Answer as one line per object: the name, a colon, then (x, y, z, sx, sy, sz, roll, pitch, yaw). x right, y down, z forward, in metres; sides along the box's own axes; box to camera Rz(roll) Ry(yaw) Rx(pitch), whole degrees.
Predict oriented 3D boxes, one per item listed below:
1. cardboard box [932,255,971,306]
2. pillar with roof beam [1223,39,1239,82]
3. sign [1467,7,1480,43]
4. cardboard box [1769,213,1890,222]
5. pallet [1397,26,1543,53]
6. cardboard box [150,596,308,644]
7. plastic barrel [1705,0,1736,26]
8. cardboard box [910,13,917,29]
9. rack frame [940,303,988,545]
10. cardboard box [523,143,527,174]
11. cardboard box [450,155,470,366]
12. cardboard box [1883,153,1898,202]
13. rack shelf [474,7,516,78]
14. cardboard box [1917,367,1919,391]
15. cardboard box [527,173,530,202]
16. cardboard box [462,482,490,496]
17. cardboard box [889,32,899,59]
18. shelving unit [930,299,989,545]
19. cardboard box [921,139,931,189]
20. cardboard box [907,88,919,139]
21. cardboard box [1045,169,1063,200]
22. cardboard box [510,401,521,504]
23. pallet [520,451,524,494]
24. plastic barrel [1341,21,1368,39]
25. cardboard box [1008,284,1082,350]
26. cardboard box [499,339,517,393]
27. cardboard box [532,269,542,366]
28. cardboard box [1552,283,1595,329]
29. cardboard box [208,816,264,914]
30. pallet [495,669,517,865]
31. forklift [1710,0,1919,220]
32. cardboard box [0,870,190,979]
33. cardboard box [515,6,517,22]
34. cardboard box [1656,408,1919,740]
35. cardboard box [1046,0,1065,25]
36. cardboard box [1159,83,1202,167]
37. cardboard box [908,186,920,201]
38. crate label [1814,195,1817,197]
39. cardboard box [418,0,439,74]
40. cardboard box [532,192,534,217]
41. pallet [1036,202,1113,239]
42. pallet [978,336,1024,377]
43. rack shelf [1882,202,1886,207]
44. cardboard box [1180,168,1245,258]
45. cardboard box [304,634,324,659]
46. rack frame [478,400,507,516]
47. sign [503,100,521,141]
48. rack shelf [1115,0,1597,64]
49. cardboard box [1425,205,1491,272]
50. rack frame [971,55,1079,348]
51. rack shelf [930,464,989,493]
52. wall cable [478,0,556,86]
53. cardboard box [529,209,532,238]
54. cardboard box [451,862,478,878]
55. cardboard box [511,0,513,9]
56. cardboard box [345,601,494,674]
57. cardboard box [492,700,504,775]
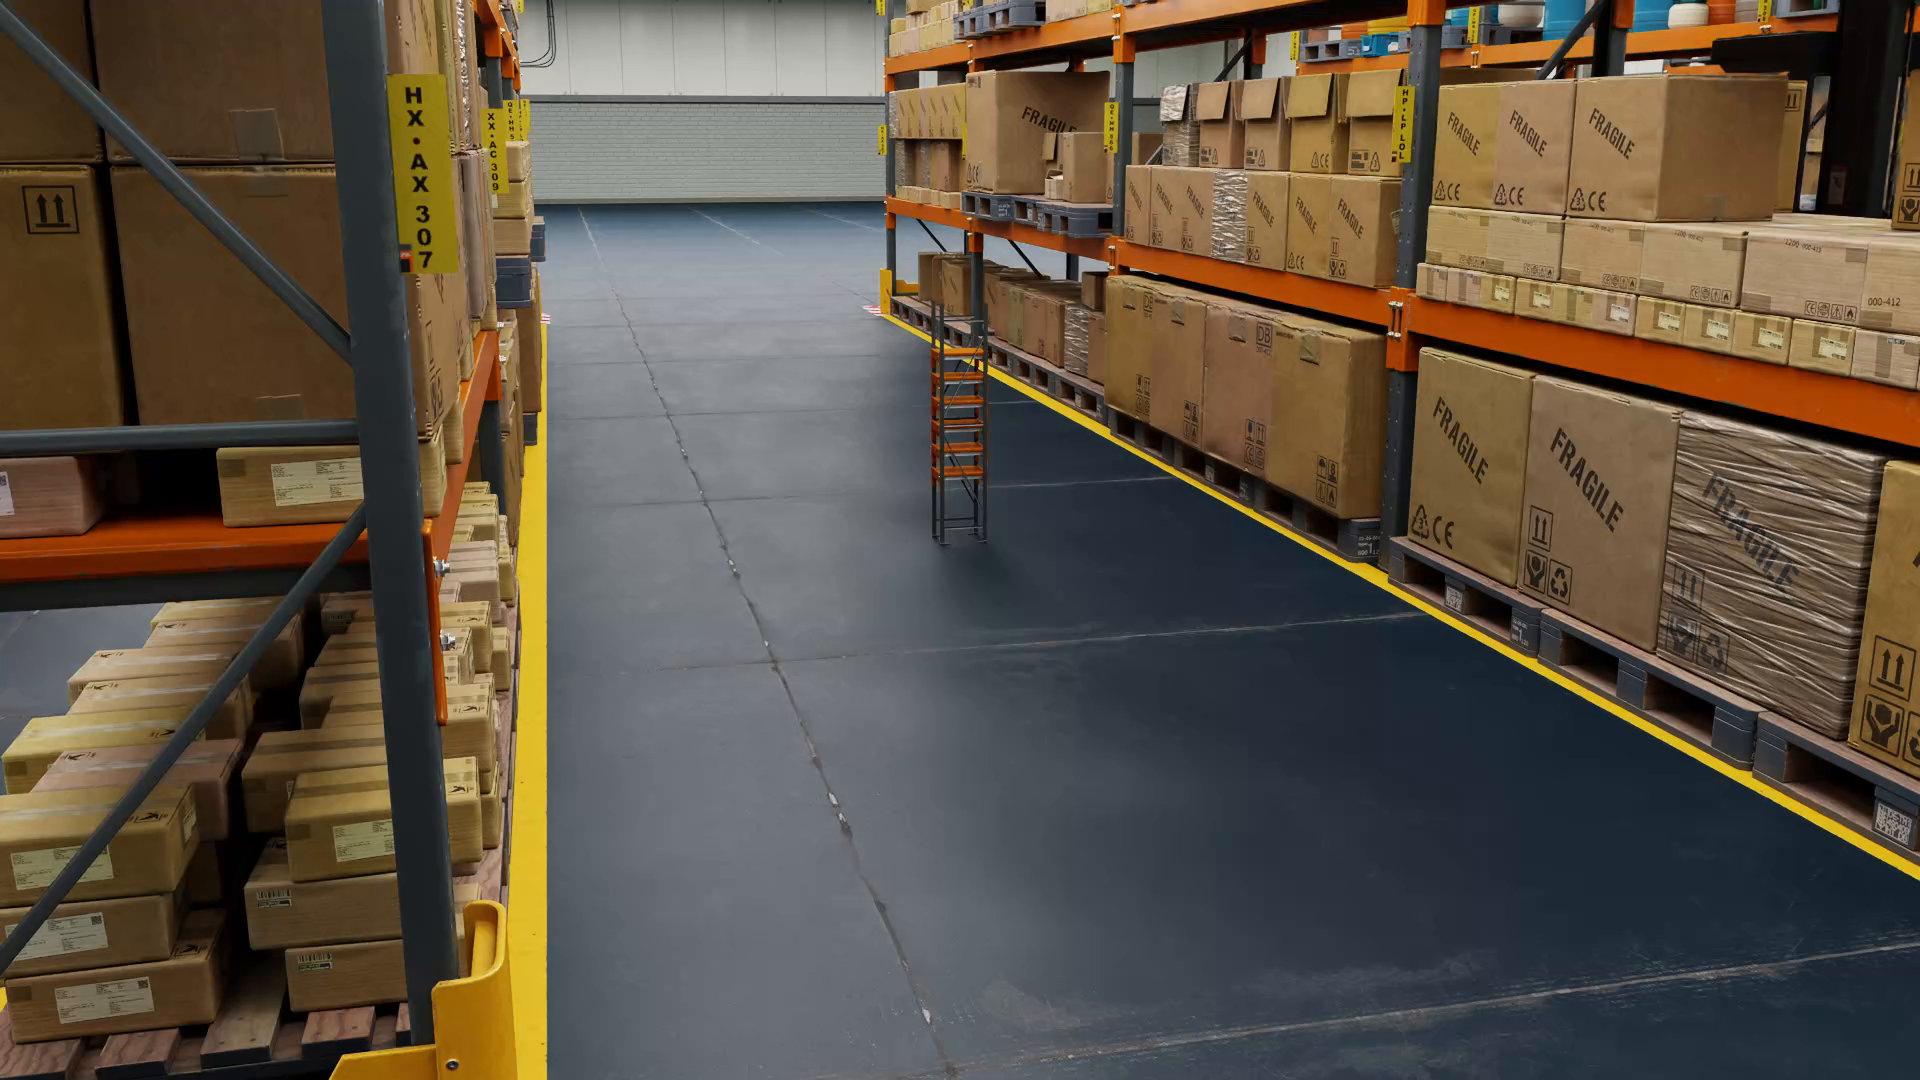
cardboard box: (-0.038, -2.813, 18.003, 0.500, 0.500, 0.500, 0, 14, 2)
pillar with roof beam: (3.877, -14.414, 48.466, 9.100, 9.000, 0.400, -3, 14, -13)
sign: (4.874, -4.891, 15.787, 0.100, 0.325, 0.005, -3, 14, -13)
cardboard box: (3.079, -1.083, 6.230, 0.500, 0.250, 0.500, -3, 14, -12)
pallet: (5.147, -4.984, 16.584, 1.213, 0.211, 1.003, -3, 14, -13)
cardboard box: (-2.147, 0.262, 4.902, 0.380, 0.149, 0.250, -3, 14, -13)
plastic barrel: (6.216, -4.553, 13.517, 0.600, 0.830, 0.708, -3, 14, -13)
cardboard box: (-0.308, -5.366, 17.226, 0.380, 0.149, 0.250, -3, 14, -13)
rack frame: (0.018, -0.565, 8.212, 0.240, 1.200, 0.006, -3, 14, -13)
cardboard box: (-2.260, -1.810, 7.907, 0.380, 0.149, 0.250, -3, 14, -14)
cardboard box: (-1.519, -0.708, 4.166, 0.500, 0.500, 0.500, -3, 14, -12)
cardboard box: (10.117, -3.883, 17.791, 0.700, 0.500, 0.500, -4, 14, -15)
rack shelf: (-3.778, -3.575, 11.933, 1.077, 0.370, 4.000, -3, 14, -13)
cardboard box: (2.891, -0.473, 4.572, 0.380, 0.149, 0.250, -3, 14, -13)
cardboard box: (-2.384, -1.786, 8.436, 0.380, 0.149, 0.250, -4, 14, -14)
cardboard box: (-2.032, -0.123, 6.480, 0.380, 0.149, 0.250, -3, 14, -12)
cardboard box: (-0.480, -5.363, 18.054, 0.500, 0.250, 0.500, -3, 14, -12)
shelving unit: (-0.003, -0.586, 8.298, 0.258, 1.200, 0.189, -3, 14, -13)
cardboard box: (0.070, -3.942, 17.406, 0.875, 0.500, 0.500, -3, 14, -13)
cardboard box: (-0.248, -4.410, 17.213, 0.500, 0.500, 0.500, -3, 14, -13)
cardboard box: (0.883, -2.767, 12.831, 0.396, 0.266, 0.258, -4, 14, -15)
cardboard box: (-2.410, -0.380, 8.043, 0.500, 0.500, 0.500, -3, 14, -11)
pallet: (-3.126, -0.471, 9.908, 1.003, 0.211, 1.213, -3, 14, -13)
plastic barrel: (4.710, -6.145, 19.149, 0.600, 0.830, 0.708, -3, 14, -13)
cardboard box: (0.814, -1.927, 14.334, 0.700, 0.500, 0.500, -3, 14, -14)
cardboard box: (-2.528, -0.863, 8.439, 0.500, 0.250, 0.500, -3, 14, -11)
cardboard box: (-3.792, -1.678, 12.832, 1.050, 0.750, 0.750, -3, 14, -13)
cardboard box: (2.470, -0.886, 6.263, 0.380, 0.149, 0.250, -3, 14, -14)
cardboard box: (-1.893, 0.792, 3.988, 0.380, 0.149, 0.250, -3, 14, -13)
pallet: (-1.887, 0.707, 5.089, 1.003, 0.211, 1.213, -3, 14, -13)
forklift: (4.674, -1.626, 8.909, 1.130, 2.935, 3.031, -3, 14, -12)
cardboard box: (-1.831, 0.771, 3.448, 0.380, 0.149, 0.250, -4, 14, -15)
cardboard box: (-4.482, -5.088, 16.045, 0.380, 0.149, 0.250, -3, 14, -13)
cardboard box: (2.974, 0.062, 5.445, 0.875, 0.875, 0.875, -3, 14, -13)
cardboard box: (0.942, -3.969, 12.347, 0.500, 0.250, 0.500, -3, 14, -12)
cardboard box: (1.693, -2.625, 10.527, 0.797, 0.503, 0.637, -3, 14, -11)
cardboard box: (-0.344, -3.729, 17.901, 0.380, 0.149, 0.250, -3, 14, -13)
crate label: (6.617, -2.571, 12.985, 0.303, 0.233, 0.416, -3, 14, -13)
cardboard box: (-1.401, -1.073, 3.555, 0.500, 0.500, 0.500, -3, 14, -12)
cardboard box: (-2.746, -1.999, 9.935, 0.380, 0.149, 0.250, -3, 14, -12)
pallet: (1.266, -2.324, 12.023, 1.213, 0.211, 1.003, -3, 14, -13)
pallet: (0.782, -1.647, 14.725, 1.003, 0.211, 1.213, -3, 14, -13)
rack shelf: (9.758, -3.845, 19.359, 1.077, 0.370, 4.000, -3, 14, -13)
cardboard box: (1.633, -1.943, 9.849, 0.500, 0.500, 0.500, -4, 14, -14)
cardboard box: (-2.253, 0.290, 5.415, 0.380, 0.149, 0.250, -3, 14, -11)
rack frame: (-2.369, -1.083, 6.539, 1.000, 3.000, 0.127, -3, 14, -13)
sign: (-2.783, -2.562, 10.320, 0.100, 0.325, 0.005, -3, 14, -13)
rack shelf: (2.006, -2.905, 9.193, 1.077, 0.370, 4.000, -3, 14, -13)
cardboard box: (2.332, -1.285, 7.054, 0.500, 0.250, 0.500, -4, 14, -14)
rack frame: (0.597, -3.181, 15.129, 1.000, 3.000, 0.127, -3, 14, -13)
rack shelf: (-0.003, -0.310, 8.366, 0.258, 0.103, 0.180, -3, 14, -13)
wall cable: (-12.732, -15.829, 47.092, 2.305, 6.003, 0.169, -3, 14, -13)
cardboard box: (-2.258, -1.519, 7.970, 0.380, 0.149, 0.250, -4, 14, -16)
cardboard box: (-1.312, 0.675, 3.839, 0.380, 0.149, 0.250, -3, 14, -13)
cardboard box: (-4.065, -4.679, 14.370, 0.380, 0.149, 0.250, -3, 14, -13)
cardboard box: (-1.550, 0.290, 4.790, 0.380, 0.149, 0.250, -3, 14, -12)
cardboard box: (-1.527, 0.589, 4.820, 0.380, 0.149, 0.250, -4, 14, -16)
